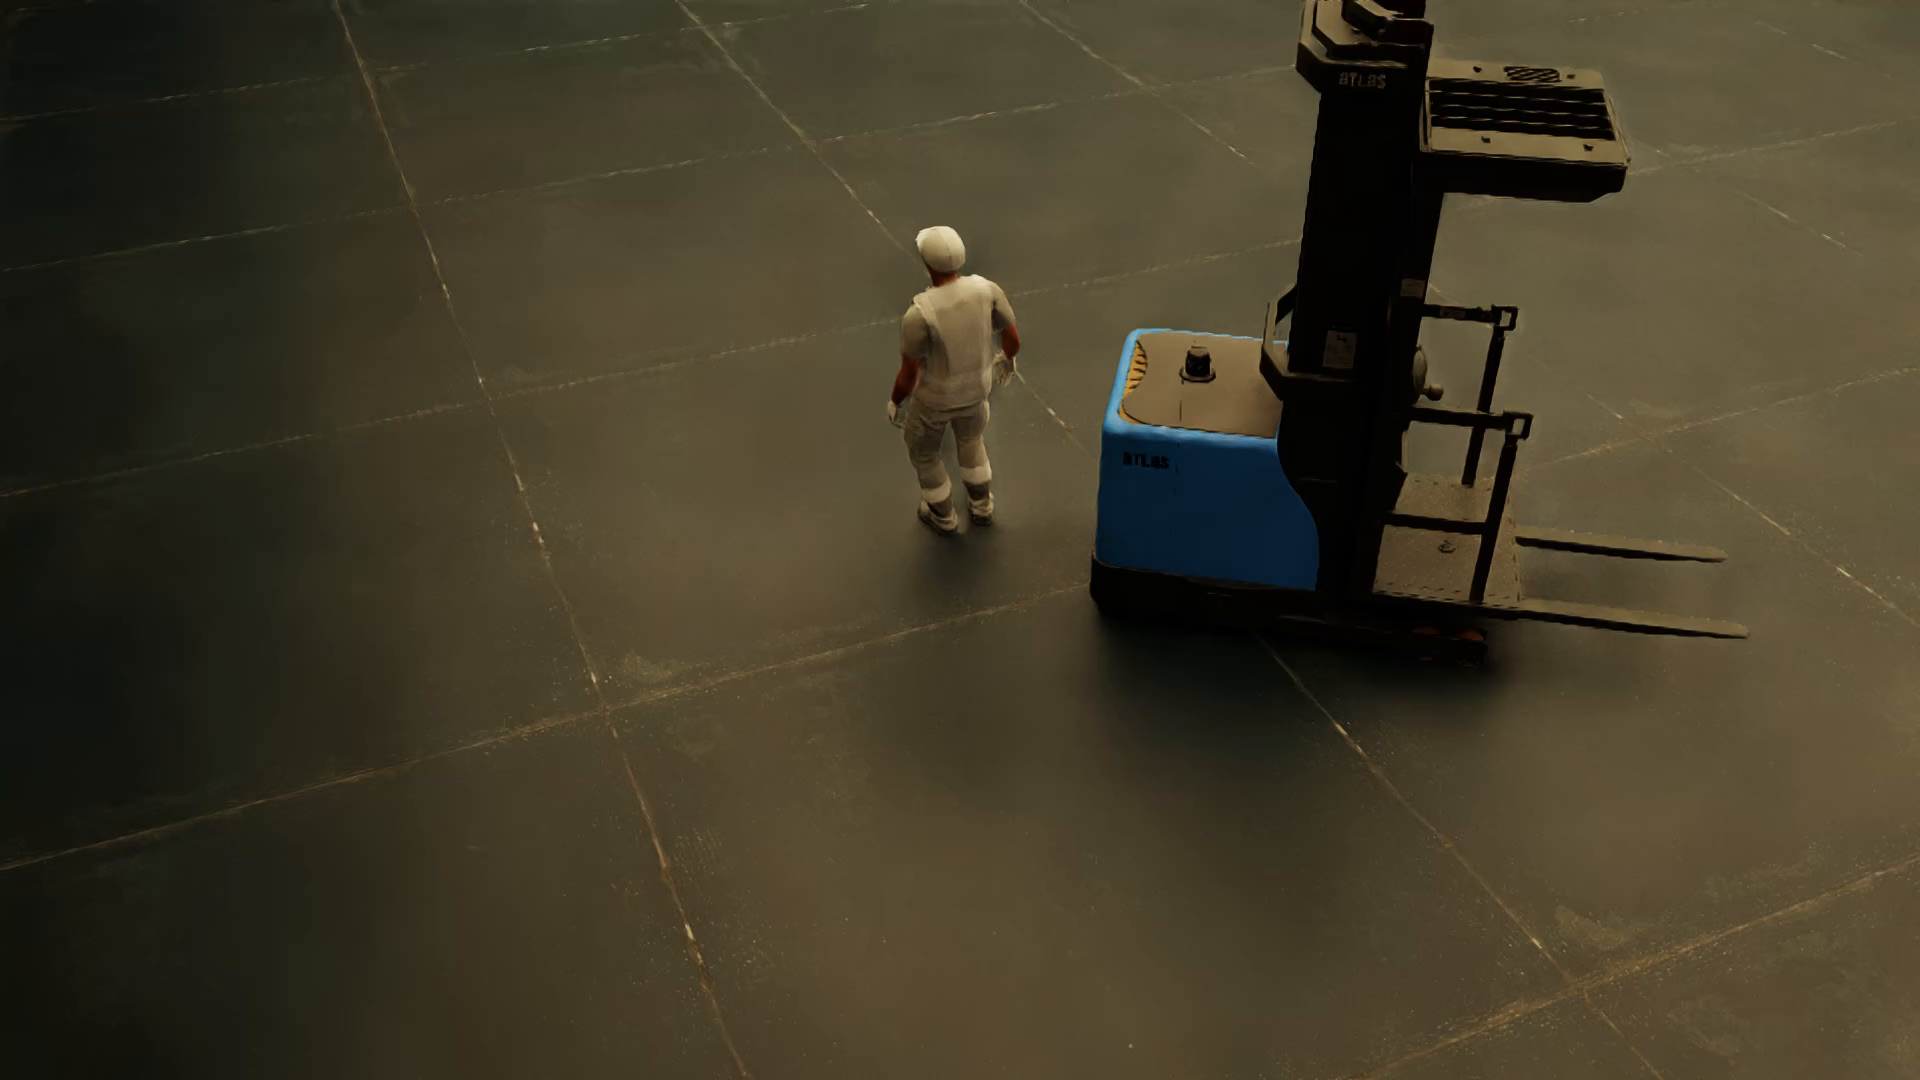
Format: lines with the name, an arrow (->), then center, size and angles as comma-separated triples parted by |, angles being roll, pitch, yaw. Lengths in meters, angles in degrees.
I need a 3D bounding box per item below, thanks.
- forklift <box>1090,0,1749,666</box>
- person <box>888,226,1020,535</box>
forklift -> 2.207, -0.942, 7.423 | 3.031, 2.935, 1.130 | 7, 36, 10
person -> -0.056, -0.768, 8.206 | 0.718, 1.776, 0.486 | -16, 38, -21
